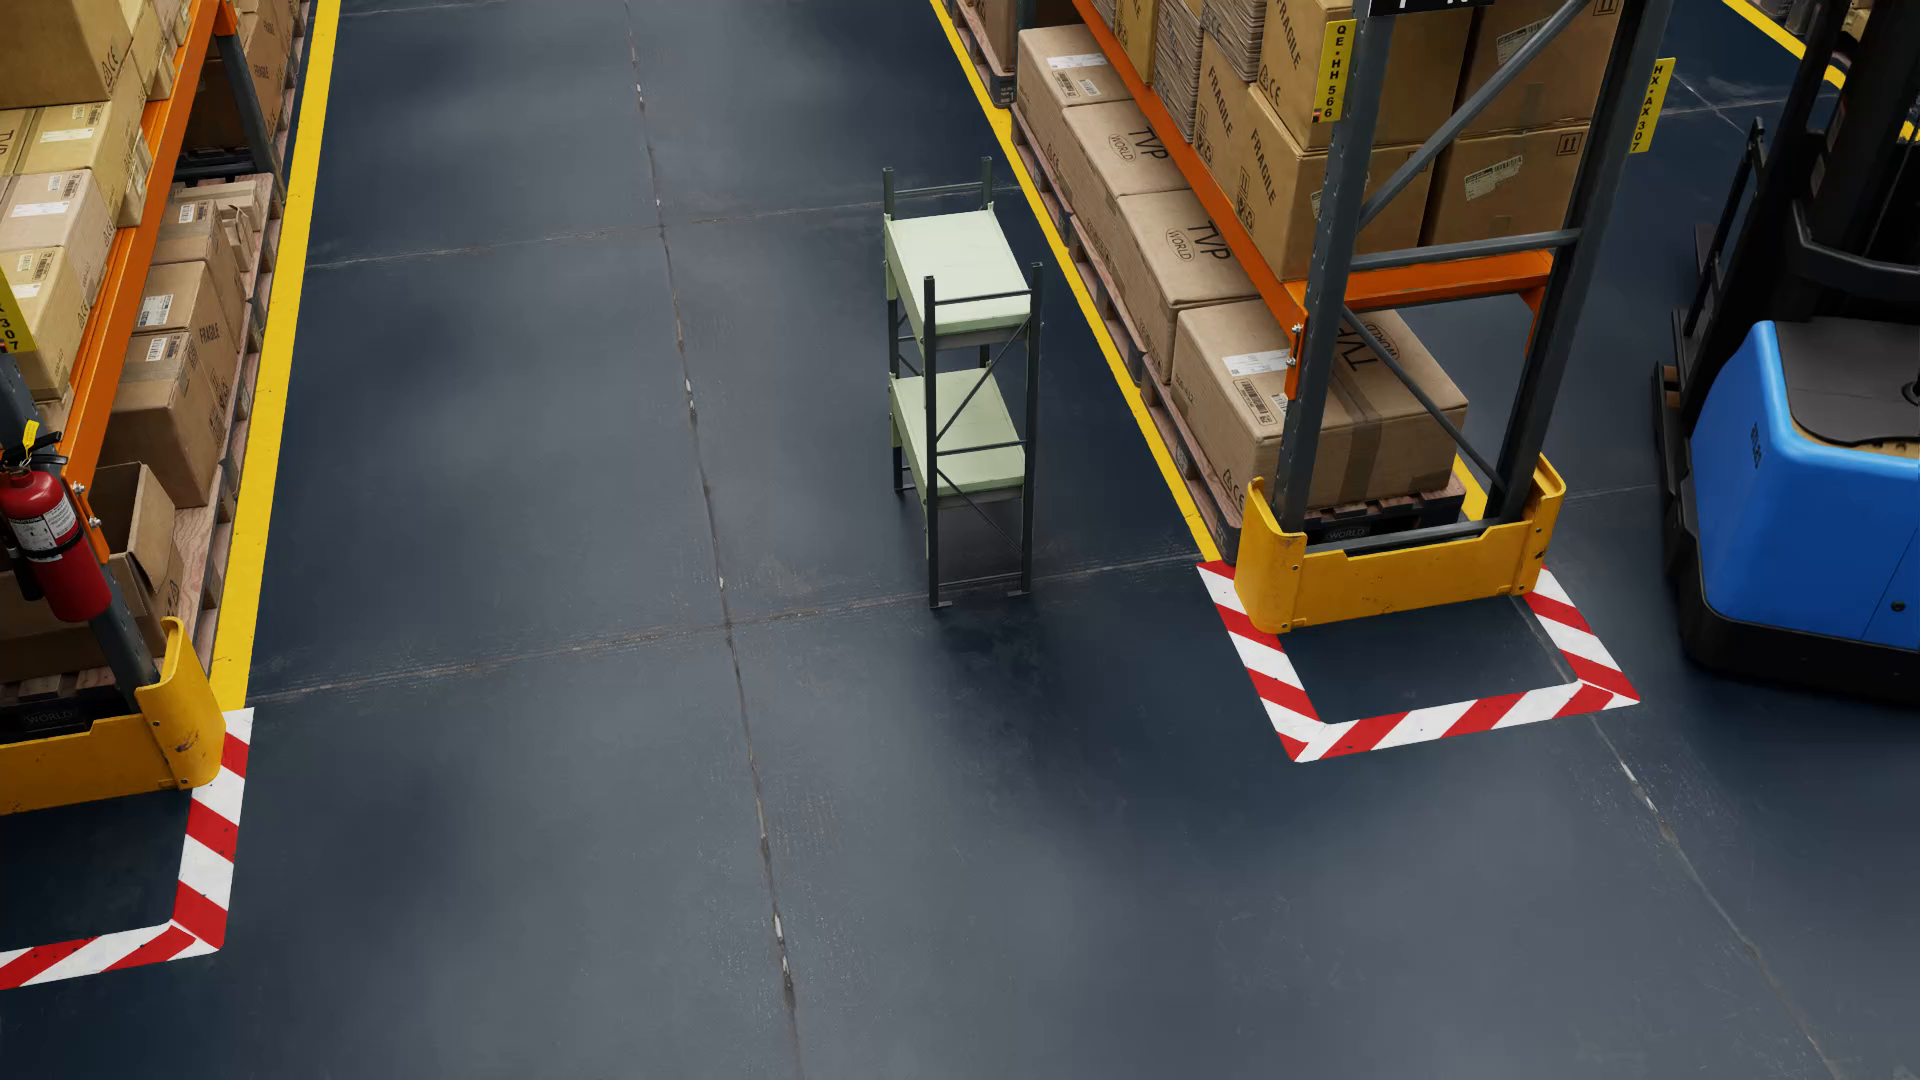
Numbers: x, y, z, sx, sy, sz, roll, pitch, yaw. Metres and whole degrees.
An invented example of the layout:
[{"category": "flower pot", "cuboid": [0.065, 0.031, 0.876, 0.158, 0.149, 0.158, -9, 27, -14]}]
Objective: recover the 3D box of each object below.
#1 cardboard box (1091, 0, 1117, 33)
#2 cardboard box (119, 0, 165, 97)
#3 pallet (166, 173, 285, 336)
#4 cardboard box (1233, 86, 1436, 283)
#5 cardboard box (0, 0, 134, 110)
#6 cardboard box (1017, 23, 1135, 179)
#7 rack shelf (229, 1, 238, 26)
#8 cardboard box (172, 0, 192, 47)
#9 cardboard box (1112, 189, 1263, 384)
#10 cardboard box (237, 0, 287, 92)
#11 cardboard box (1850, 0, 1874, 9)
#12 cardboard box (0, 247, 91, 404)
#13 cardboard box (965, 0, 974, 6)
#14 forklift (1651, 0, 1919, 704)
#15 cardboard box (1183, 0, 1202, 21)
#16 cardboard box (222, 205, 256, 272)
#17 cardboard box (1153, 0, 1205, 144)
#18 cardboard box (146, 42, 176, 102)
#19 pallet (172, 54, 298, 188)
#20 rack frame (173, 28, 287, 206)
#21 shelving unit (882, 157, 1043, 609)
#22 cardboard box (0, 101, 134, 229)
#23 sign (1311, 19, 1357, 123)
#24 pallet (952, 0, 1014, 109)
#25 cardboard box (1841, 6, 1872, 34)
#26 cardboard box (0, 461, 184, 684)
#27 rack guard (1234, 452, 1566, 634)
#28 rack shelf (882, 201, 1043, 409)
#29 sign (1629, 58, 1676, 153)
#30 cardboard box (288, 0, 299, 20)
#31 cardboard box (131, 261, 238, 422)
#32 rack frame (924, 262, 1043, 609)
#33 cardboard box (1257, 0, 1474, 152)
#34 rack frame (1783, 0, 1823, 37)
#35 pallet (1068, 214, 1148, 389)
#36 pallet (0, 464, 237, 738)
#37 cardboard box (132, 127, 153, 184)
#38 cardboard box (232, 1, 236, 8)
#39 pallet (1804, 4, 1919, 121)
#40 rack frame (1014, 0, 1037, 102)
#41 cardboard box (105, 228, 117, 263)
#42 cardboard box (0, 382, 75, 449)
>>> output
[{"category": "cardboard box", "cuboid": [0.855, -2.602, 7.347, 0.500, 0.500, 0.500, -8, 42, -9]}, {"category": "cardboard box", "cuboid": [-3.476, -1.955, 6.582, 0.500, 0.250, 0.500, -9, 42, -10]}, {"category": "pallet", "cuboid": [-3.894, -1.355, 8.117, 1.003, 0.211, 1.213, -8, 42, -9]}, {"category": "cardboard box", "cuboid": [1.305, -1.276, 5.853, 0.500, 0.500, 0.500, -8, 42, -9]}, {"category": "cardboard box", "cuboid": [-3.337, -1.891, 5.944, 0.500, 0.500, 0.500, -7, 42, -8]}, {"category": "cardboard box", "cuboid": [0.835, -2.333, 8.733, 0.875, 0.438, 0.875, -9, 42, -10]}, {"category": "rack shelf", "cuboid": [-4.473, -3.870, 9.392, 1.077, 0.370, 4.000, -8, 42, -9]}, {"category": "cardboard box", "cuboid": [-3.569, -2.248, 7.212, 0.380, 0.149, 0.250, -7, 42, -8]}, {"category": "cardboard box", "cuboid": [1.222, -1.168, 7.420, 0.875, 0.438, 0.875, -7, 42, -8]}, {"category": "cardboard box", "cuboid": [-4.051, -2.755, 9.160, 0.500, 0.500, 0.500, -9, 42, -10]}, {"category": "cardboard box", "cuboid": [5.381, -3.253, 9.762, 0.380, 0.149, 0.250, -7, 42, -7]}, {"category": "cardboard box", "cuboid": [-3.013, -0.638, 5.098, 0.500, 0.250, 0.500, -8, 42, -9]}, {"category": "cardboard box", "cuboid": [0.390, -3.894, 10.161, 0.875, 0.875, 0.875, -7, 42, -8]}, {"category": "forklift", "cuboid": [3.568, -1.471, 6.199, 1.130, 2.935, 3.031, 10, 43, 11]}, {"category": "cardboard box", "cuboid": [1.086, -2.309, 6.263, 0.500, 0.500, 0.500, -9, 42, -10]}, {"category": "cardboard box", "cuboid": [-3.558, -1.427, 7.841, 0.396, 0.266, 0.258, -7, 42, -8]}, {"category": "cardboard box", "cuboid": [1.091, -1.935, 6.596, 0.500, 0.500, 0.500, -7, 42, -8]}, {"category": "cardboard box", "cuboid": [-3.457, -1.912, 6.834, 0.380, 0.149, 0.250, -9, 42, -10]}, {"category": "pallet", "cuboid": [-4.254, -2.322, 9.207, 1.003, 0.211, 1.213, -8, 42, -9]}, {"category": "rack frame", "cuboid": [-4.042, -2.843, 7.693, 1.000, 3.000, 0.127, -8, 42, -9]}, {"category": "shelving unit", "cuboid": [-0.001, -0.565, 6.257, 0.431, 1.500, 0.755, -8, 42, -9]}, {"category": "cardboard box", "cuboid": [-3.235, -1.293, 5.836, 0.500, 0.250, 0.500, -9, 42, -10]}, {"category": "sign", "cuboid": [1.135, -1.417, 5.036, 0.100, 0.325, 0.005, -8, 42, -9]}, {"category": "pallet", "cuboid": [0.564, -3.003, 9.974, 1.003, 0.211, 1.213, -8, 42, -9]}, {"category": "cardboard box", "cuboid": [5.381, -3.140, 9.859, 0.380, 0.149, 0.250, -10, 43, -11]}, {"category": "cardboard box", "cuboid": [-3.218, 0.116, 5.924, 0.797, 0.503, 0.637, -10, 43, -11]}, {"category": "rack guard", "cuboid": [1.673, -0.013, 6.389, 1.175, 0.500, 0.348, -8, 42, -9]}, {"category": "rack shelf", "cuboid": [-0.001, -0.857, 5.998, 0.431, 0.370, 0.720, -8, 42, -9]}, {"category": "sign", "cuboid": [2.211, -1.393, 5.348, 0.100, 0.325, 0.005, -8, 42, -9]}, {"category": "cardboard box", "cuboid": [-4.260, -3.416, 9.905, 0.500, 0.500, 0.500, -10, 43, -11]}, {"category": "cardboard box", "cuboid": [-3.381, -0.799, 6.957, 0.500, 0.500, 0.500, -8, 42, -8]}, {"category": "rack frame", "cuboid": [0.078, -0.328, 5.990, 0.400, 1.500, 0.023, -8, 42, -9]}, {"category": "cardboard box", "cuboid": [1.331, -1.654, 5.525, 0.500, 0.500, 0.500, -7, 42, -8]}, {"category": "rack frame", "cuboid": [5.616, -4.331, 9.370, 1.000, 3.000, 0.127, -8, 42, -9]}, {"category": "pallet", "cuboid": [1.159, -1.217, 7.962, 1.003, 0.211, 1.213, -8, 42, -9]}, {"category": "pallet", "cuboid": [-3.368, 0.227, 6.336, 1.003, 0.211, 1.213, -8, 42, -9]}, {"category": "cardboard box", "cuboid": [-3.288, -1.419, 6.278, 0.380, 0.149, 0.250, -7, 42, -8]}, {"category": "cardboard box", "cuboid": [-3.995, -2.747, 8.663, 0.380, 0.149, 0.250, -9, 42, -10]}, {"category": "pallet", "cuboid": [5.795, -2.858, 9.811, 1.003, 0.211, 1.213, -8, 42, -9]}, {"category": "rack frame", "cuboid": [0.804, -3.557, 8.497, 1.000, 3.000, 0.127, -8, 42, -9]}, {"category": "cardboard box", "cuboid": [-3.230, -1.076, 5.892, 0.380, 0.149, 0.250, -8, 42, -9]}, {"category": "cardboard box", "cuboid": [-2.981, -0.409, 5.140, 0.380, 0.149, 0.250, -9, 42, -10]}]
